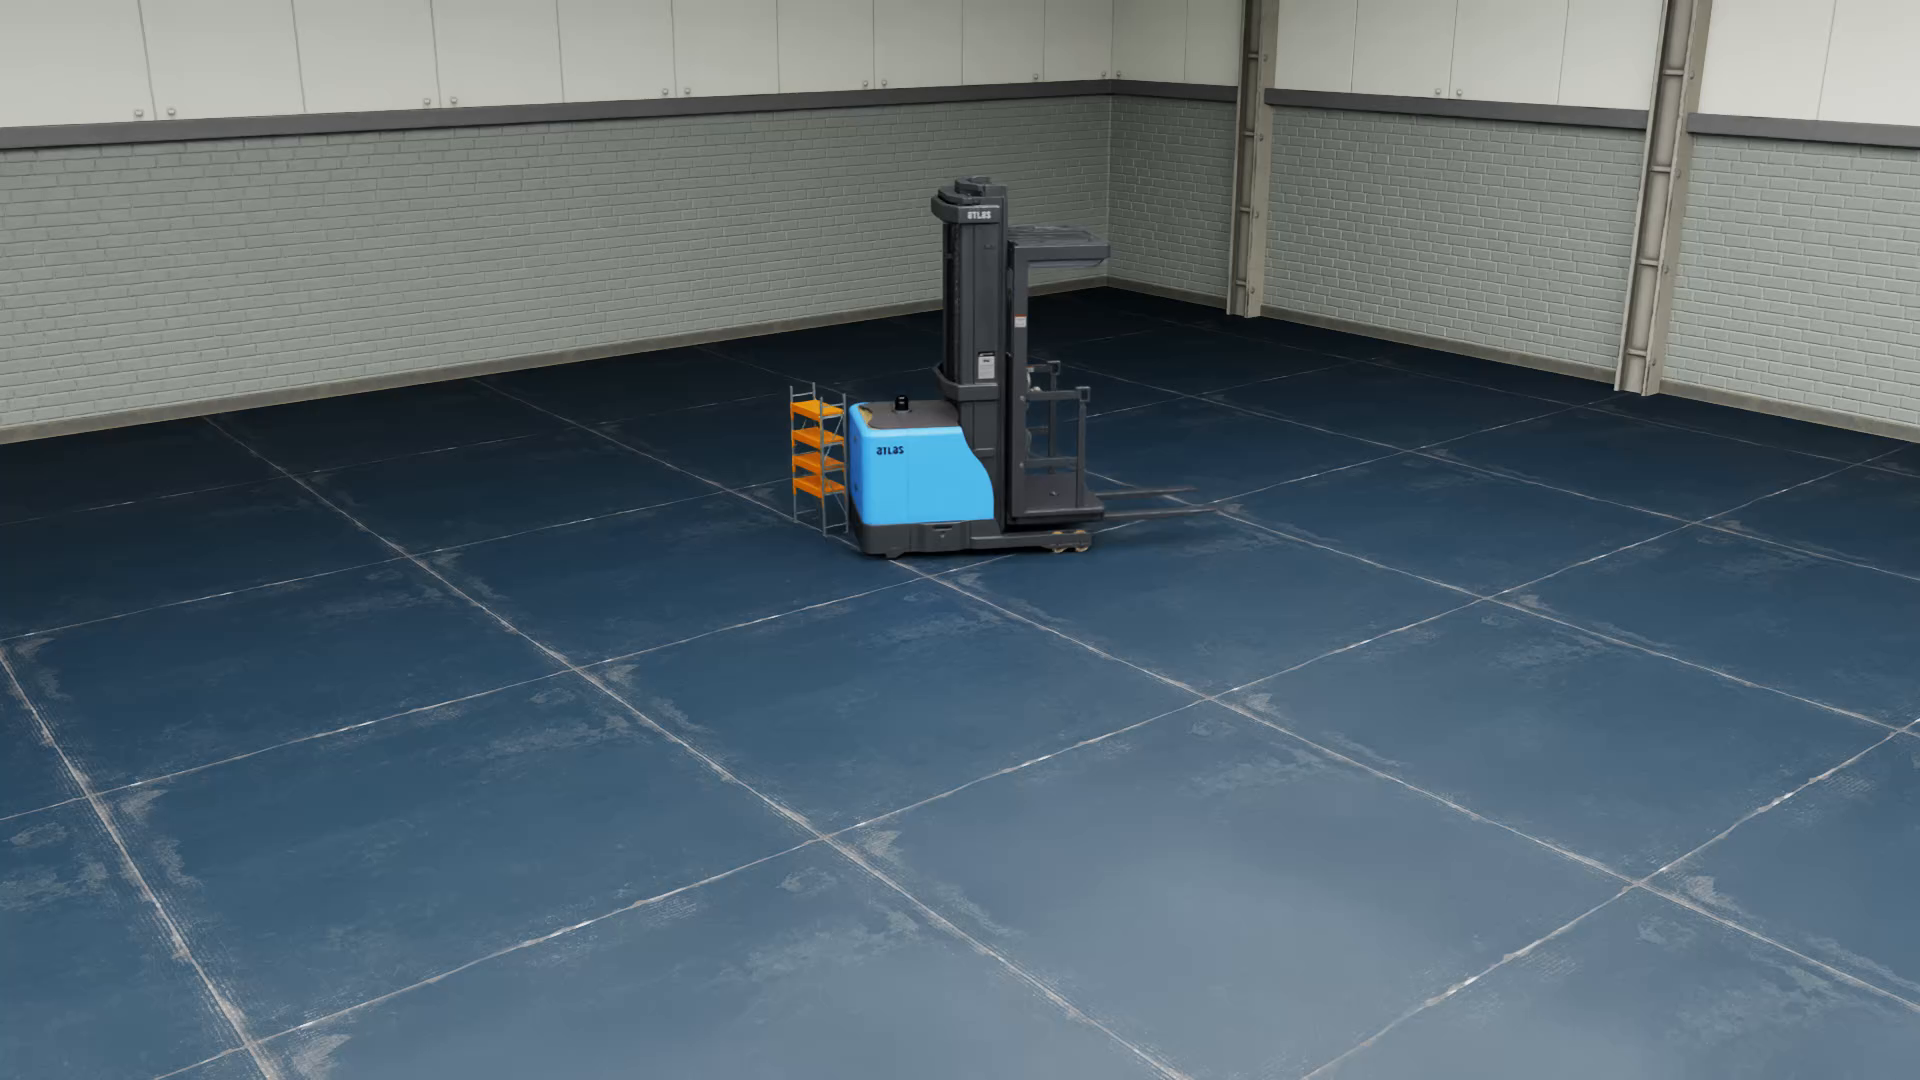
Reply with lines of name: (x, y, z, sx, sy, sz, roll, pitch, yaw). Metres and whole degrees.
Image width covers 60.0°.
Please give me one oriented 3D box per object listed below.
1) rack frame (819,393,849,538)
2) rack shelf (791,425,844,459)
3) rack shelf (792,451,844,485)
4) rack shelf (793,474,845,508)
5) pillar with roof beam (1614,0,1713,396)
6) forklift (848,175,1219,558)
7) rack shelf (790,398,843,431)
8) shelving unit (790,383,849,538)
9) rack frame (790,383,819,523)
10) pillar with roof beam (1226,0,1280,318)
rack frame: (-1.044, -0.613, 13.805, 0.240, 1.200, 0.015, -13, 22, -33)
rack shelf: (-1.185, -0.824, 13.945, 0.258, 0.148, 0.480, -13, 22, -33)
rack shelf: (-1.185, -0.612, 14.015, 0.258, 0.148, 0.480, -13, 22, -33)
rack shelf: (-1.185, -0.423, 14.078, 0.258, 0.148, 0.480, -13, 22, -33)
pillar with roof beam: (4.356, -5.132, 15.045, 9.100, 9.000, 0.400, -14, 23, -36)
forklift: (0.624, -1.453, 13.587, 3.031, 2.935, 1.130, -3, 19, -10)
rack shelf: (-1.185, -1.049, 13.871, 0.258, 0.148, 0.480, -13, 22, -33)
shelving unit: (-1.185, -0.676, 13.994, 0.258, 1.200, 0.503, -13, 22, -33)
rack frame: (-1.325, -0.738, 14.183, 0.240, 1.200, 0.015, -13, 22, -33)
pillar with roof beam: (0.630, -6.610, 19.510, 9.100, 9.000, 0.400, -14, 23, -36)
